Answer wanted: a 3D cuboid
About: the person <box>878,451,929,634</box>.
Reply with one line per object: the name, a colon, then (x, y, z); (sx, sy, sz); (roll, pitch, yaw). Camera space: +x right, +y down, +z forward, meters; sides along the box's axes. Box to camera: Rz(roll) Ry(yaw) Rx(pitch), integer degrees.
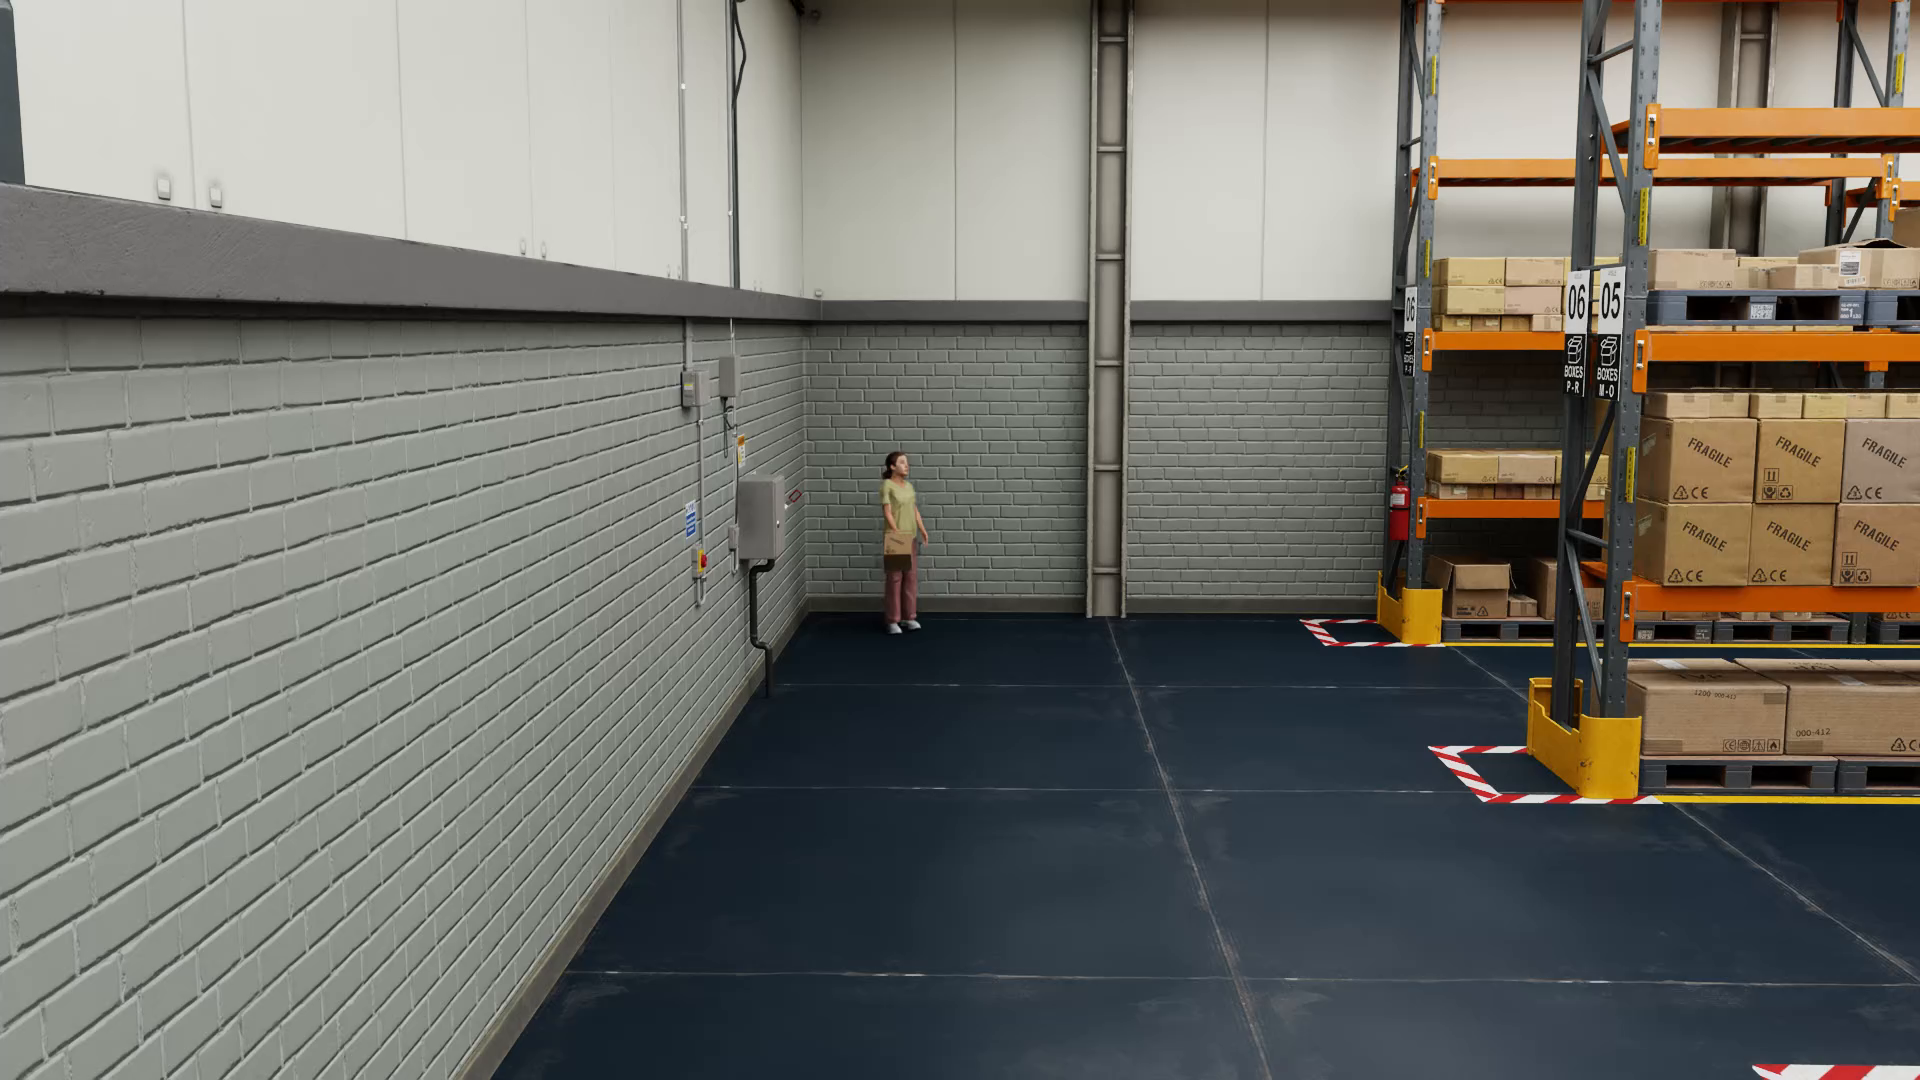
person: (-0.568, 0.010, 15.622); (0.466, 1.682, 0.530); (6, 10, 40)
